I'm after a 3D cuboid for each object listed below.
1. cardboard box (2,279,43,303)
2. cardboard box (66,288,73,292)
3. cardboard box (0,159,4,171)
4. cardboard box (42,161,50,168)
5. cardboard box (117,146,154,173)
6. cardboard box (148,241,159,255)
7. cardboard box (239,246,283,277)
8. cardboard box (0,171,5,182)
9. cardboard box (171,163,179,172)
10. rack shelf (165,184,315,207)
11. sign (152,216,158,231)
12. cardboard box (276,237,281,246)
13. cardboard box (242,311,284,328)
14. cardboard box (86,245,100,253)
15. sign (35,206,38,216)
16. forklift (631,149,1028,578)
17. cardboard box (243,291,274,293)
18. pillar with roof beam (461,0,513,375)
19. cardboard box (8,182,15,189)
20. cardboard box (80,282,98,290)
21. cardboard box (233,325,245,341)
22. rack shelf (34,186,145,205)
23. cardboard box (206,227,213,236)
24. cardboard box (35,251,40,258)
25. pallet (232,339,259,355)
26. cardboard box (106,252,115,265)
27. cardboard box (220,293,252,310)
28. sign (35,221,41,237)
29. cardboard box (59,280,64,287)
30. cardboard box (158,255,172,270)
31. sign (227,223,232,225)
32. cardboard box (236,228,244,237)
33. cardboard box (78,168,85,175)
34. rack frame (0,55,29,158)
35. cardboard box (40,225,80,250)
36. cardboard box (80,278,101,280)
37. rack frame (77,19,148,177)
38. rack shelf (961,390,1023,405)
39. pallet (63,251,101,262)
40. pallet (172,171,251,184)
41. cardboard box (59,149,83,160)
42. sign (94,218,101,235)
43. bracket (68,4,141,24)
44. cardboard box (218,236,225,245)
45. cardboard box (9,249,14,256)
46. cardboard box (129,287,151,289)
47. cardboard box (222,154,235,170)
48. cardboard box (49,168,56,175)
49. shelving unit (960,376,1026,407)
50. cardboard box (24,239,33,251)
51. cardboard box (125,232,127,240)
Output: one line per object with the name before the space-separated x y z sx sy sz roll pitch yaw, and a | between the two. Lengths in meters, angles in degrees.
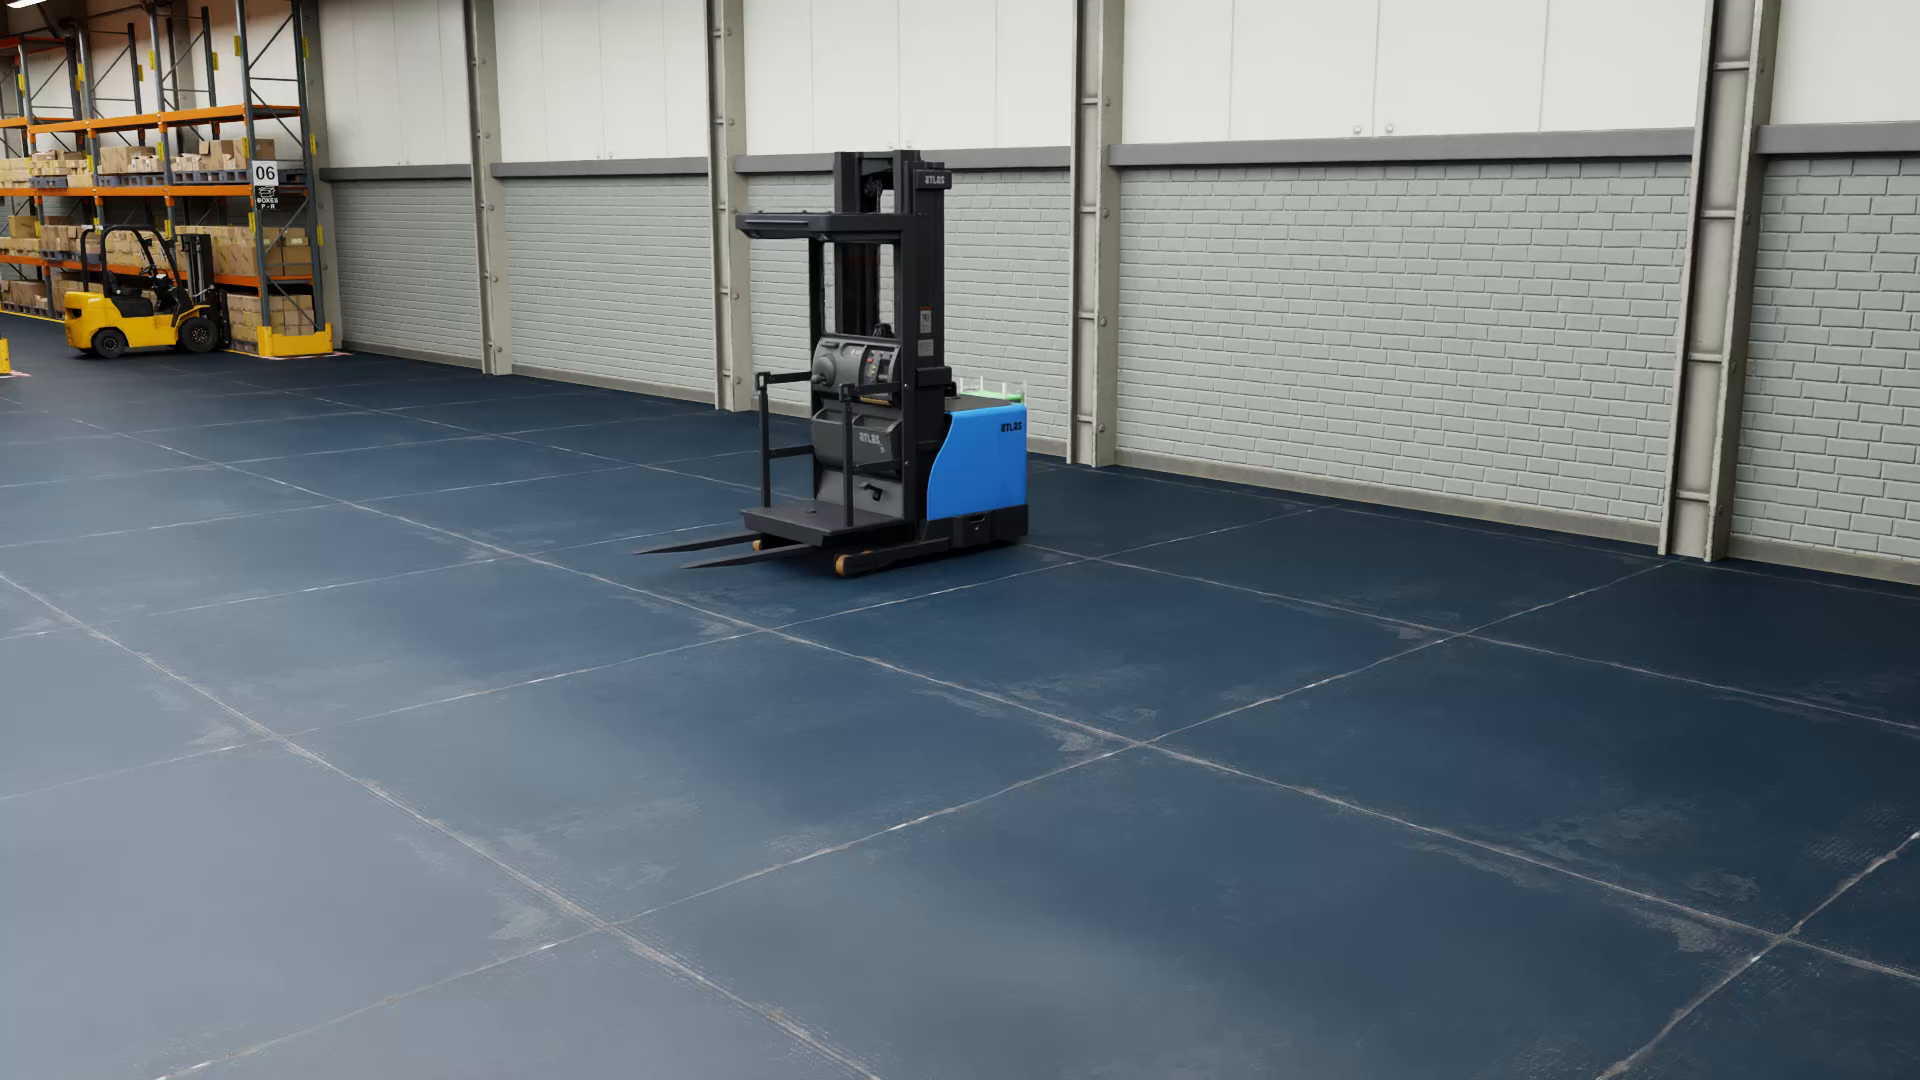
cardboard box | -21.986 -5.850 39.017 0.637 0.503 0.797 11 16 43
cardboard box | -18.690 -5.115 35.460 0.500 0.500 0.500 11 16 43
cardboard box | -21.520 -8.507 37.733 0.500 0.250 0.500 -11 16 -43
cardboard box | -19.111 -7.921 35.090 0.380 0.149 0.250 -11 16 -43
cardboard box | -15.788 -7.286 31.874 0.500 0.500 0.500 -10 16 -41
cardboard box | -14.937 -5.499 31.304 0.500 0.250 0.500 11 16 44
cardboard box | -11.820 -4.718 28.132 0.500 0.500 0.500 -11 16 -44
cardboard box | -21.521 -8.260 37.771 0.500 0.250 0.500 11 16 43
cardboard box | -13.962 -6.711 29.952 0.380 0.149 0.250 -10 16 -41
rack shelf | -12.671 -6.043 29.158 1.077 0.370 4.000 -11 16 -43
sign | -16.416 -6.447 33.899 0.100 0.325 0.005 -11 16 -43
cardboard box | -11.553 -5.114 28.443 0.380 0.149 0.250 -11 16 -43
cardboard box | -11.853 -3.765 28.289 0.500 0.250 0.500 -11 16 -43
cardboard box | -17.546 -5.927 33.827 0.380 0.149 0.250 -11 16 -42
sign | -21.924 -7.766 39.518 0.100 0.325 0.005 -11 16 -43
forklift | -0.910 -1.289 11.903 3.031 2.935 1.130 -10 15 -41
cardboard box | -12.519 -4.302 29.654 0.500 0.250 0.500 -11 16 -44
pillar with roof beam | -10.089 -6.324 21.307 9.100 9.000 0.400 -11 16 -43
cardboard box | -21.124 -7.963 37.320 0.380 0.149 0.250 -10 16 -41
cardboard box | -18.235 -5.335 34.919 0.250 0.149 0.380 11 16 42
cardboard box | -12.180 -3.592 28.684 0.500 0.250 0.500 -11 16 -43
rack shelf | -18.196 -7.210 34.825 1.077 0.370 4.000 -11 16 -43
cardboard box | -13.100 -5.465 29.414 0.380 0.149 0.250 -11 16 -43
cardboard box | -20.176 -6.309 36.722 0.380 0.149 0.250 -10 16 -41
pallet | -11.849 -3.374 28.766 1.003 0.211 1.213 -11 16 -43
cardboard box | -16.685 -5.629 33.174 0.500 0.250 0.500 -11 16 -42
cardboard box | -12.546 -4.153 28.929 0.500 0.250 0.500 -11 16 -42
sign | -19.964 -6.733 36.012 0.100 0.325 0.005 -11 16 -43
cardboard box | -19.275 -5.566 36.038 0.250 0.149 0.380 11 16 44
cardboard box | -14.590 -5.182 31.000 0.500 0.250 0.500 -10 16 -41
sign | -13.652 -5.758 31.086 0.100 0.325 0.005 -11 16 -43
cardboard box | -12.083 -5.236 28.298 0.380 0.149 0.250 -10 16 -41
cardboard box | -17.765 -7.524 33.945 0.380 0.149 0.250 -11 16 -43
rack frame | -22.340 -9.908 38.700 1.000 3.000 0.127 -11 16 -43
cardboard box | -19.405 -6.538 35.925 0.700 0.500 0.500 -10 16 -41
cardboard box | -19.115 -5.671 36.550 0.250 0.149 0.380 11 16 43
rack frame | -16.815 -8.740 33.033 1.000 3.000 0.127 -11 16 -43
rack shelf | 0.259 -1.087 13.151 0.258 0.148 0.480 -10 16 -41
pallet | -18.161 -5.991 35.032 1.003 0.211 1.213 -11 16 -43
pallet | -13.445 -6.523 29.924 1.003 0.211 1.213 -11 16 -43
cardboard box | -19.110 -8.266 35.735 0.396 0.266 0.258 -11 16 -43
sign | -17.201 -6.253 33.156 0.100 0.325 0.005 -11 16 -43
bracket | -17.585 -10.825 34.235 0.076 0.066 4.783 -11 16 -43
cardboard box | -12.636 -5.196 28.844 0.380 0.149 0.250 -11 16 -42
cardboard box | -21.457 -6.565 37.966 0.250 0.149 0.380 11 16 44
cardboard box | -16.394 -4.751 33.384 0.875 0.625 0.625 -10 15 -41
cardboard box | -12.257 -6.408 28.191 0.396 0.266 0.258 -11 16 -42
cardboard box | -18.783 -7.700 34.753 0.380 0.149 0.250 -10 16 -41
shelving unit | 0.259 -0.679 13.235 0.258 1.200 0.503 -10 16 -41
cardboard box | -20.462 -6.569 36.997 0.500 0.250 0.500 -11 16 -42
cardboard box | -16.042 -5.939 32.450 0.380 0.149 0.250 -11 16 -42
